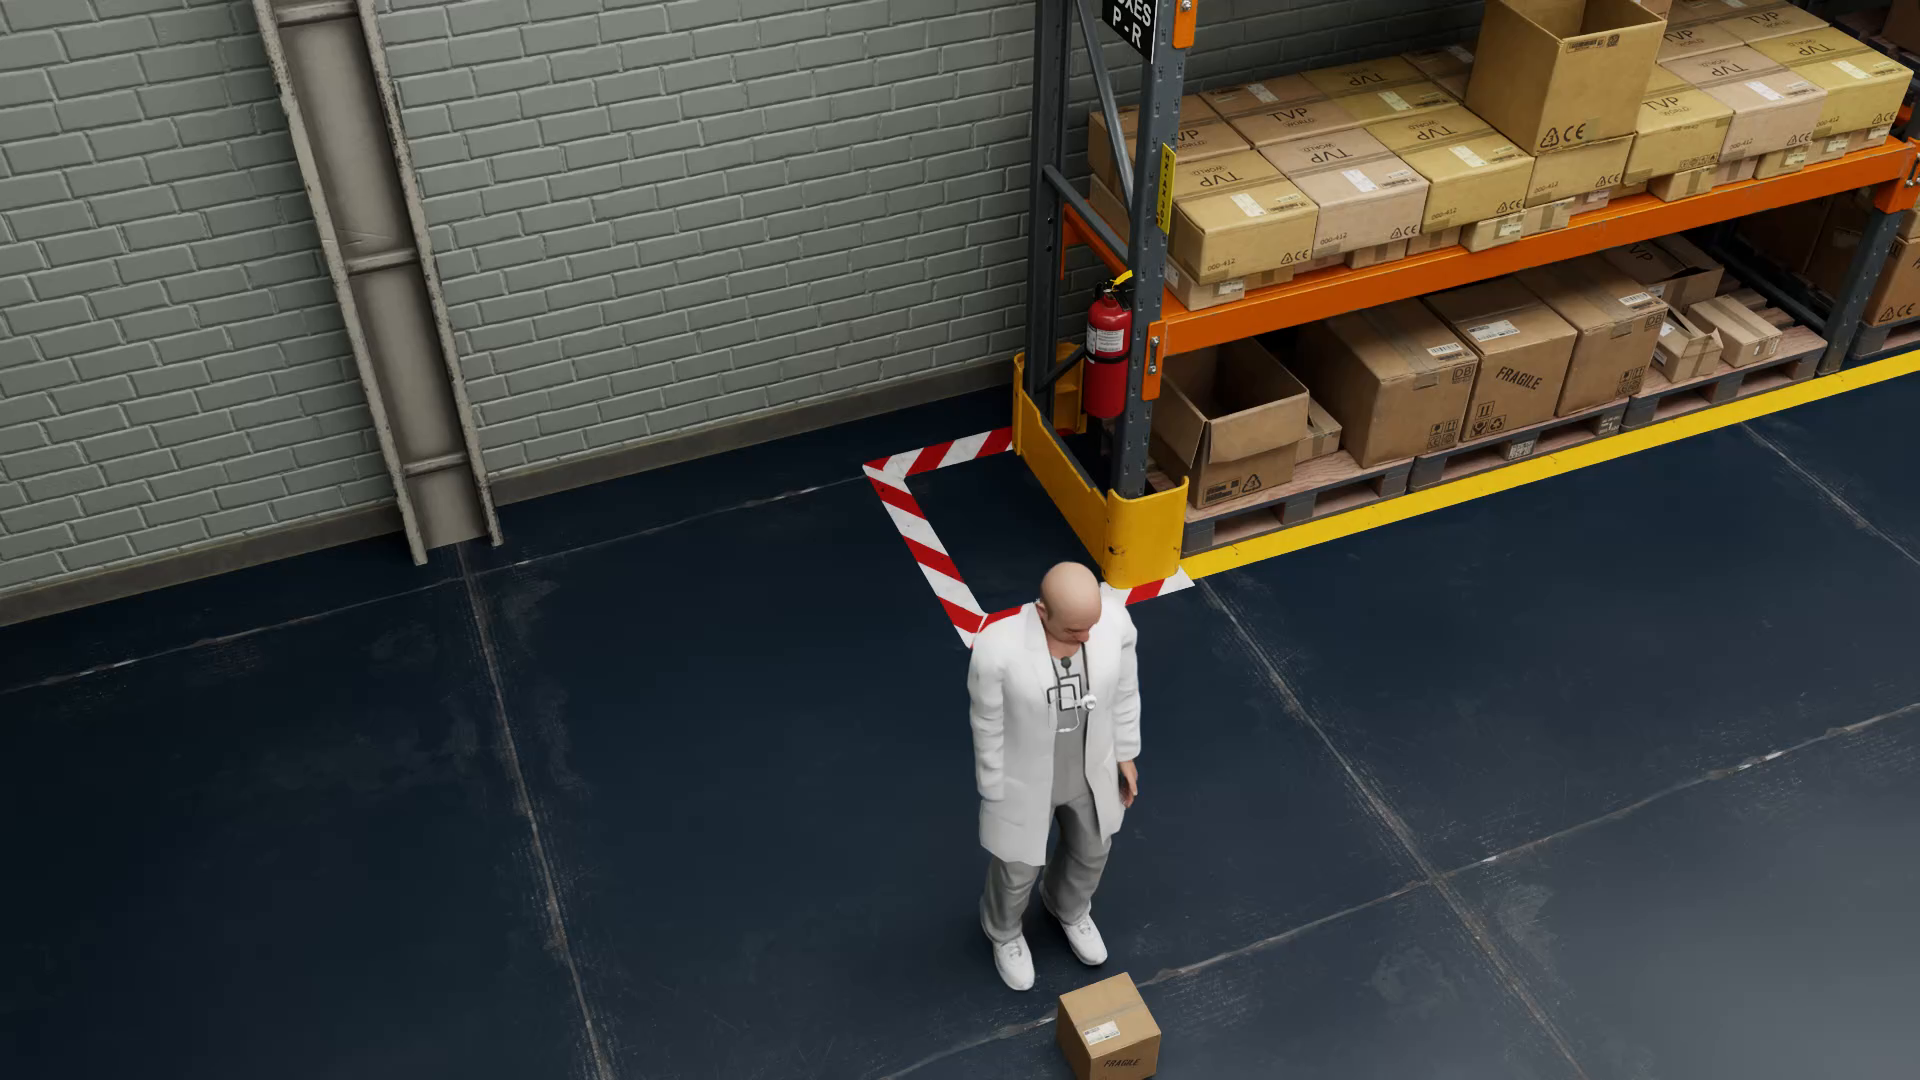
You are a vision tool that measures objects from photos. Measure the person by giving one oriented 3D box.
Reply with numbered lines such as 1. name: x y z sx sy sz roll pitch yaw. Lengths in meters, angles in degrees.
1. person: 0.315 0.750 5.328 0.565 1.772 0.378 -14 43 -16
